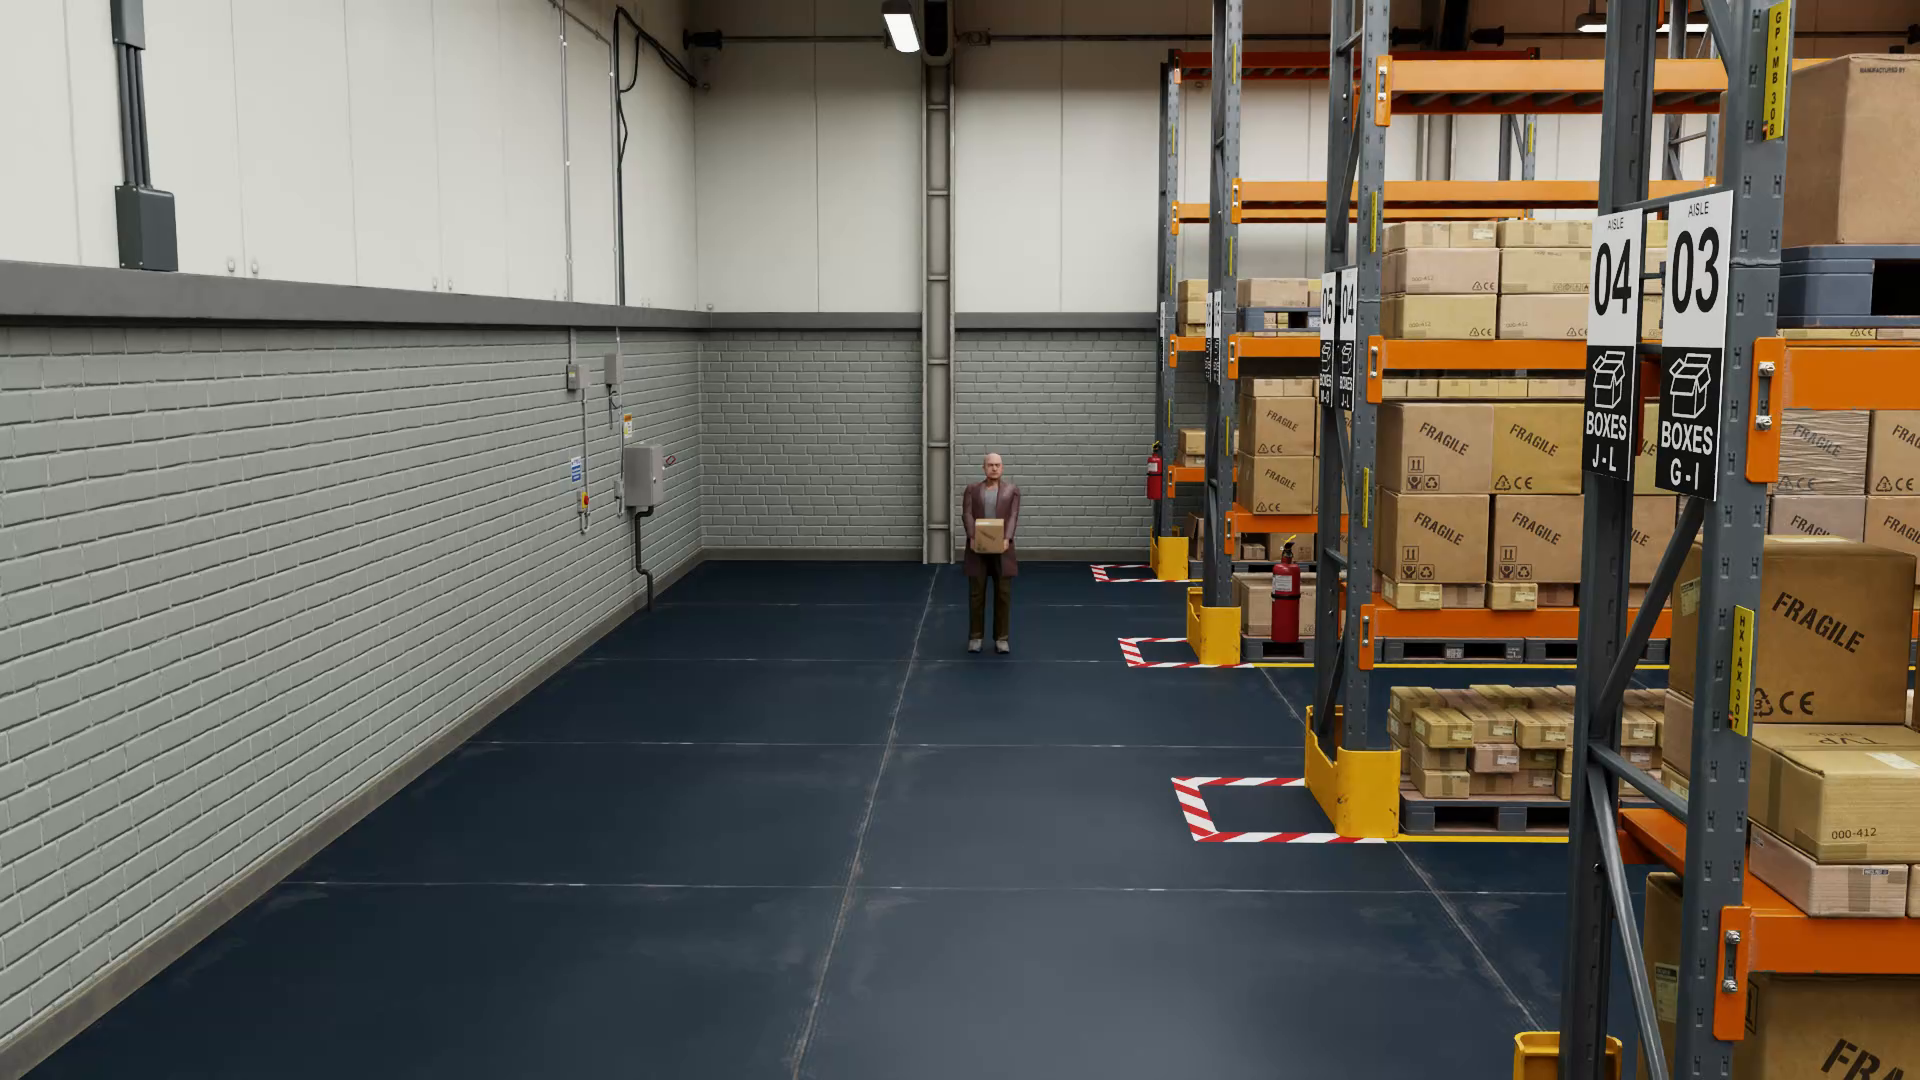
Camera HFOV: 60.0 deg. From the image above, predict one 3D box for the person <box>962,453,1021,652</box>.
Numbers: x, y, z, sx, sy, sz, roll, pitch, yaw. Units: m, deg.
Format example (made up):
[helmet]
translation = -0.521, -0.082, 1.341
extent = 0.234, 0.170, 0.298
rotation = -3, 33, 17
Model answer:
[person]
translation = 0.277, 0.120, 14.878
extent = 0.529, 1.771, 0.554
rotation = 0, 7, 2
